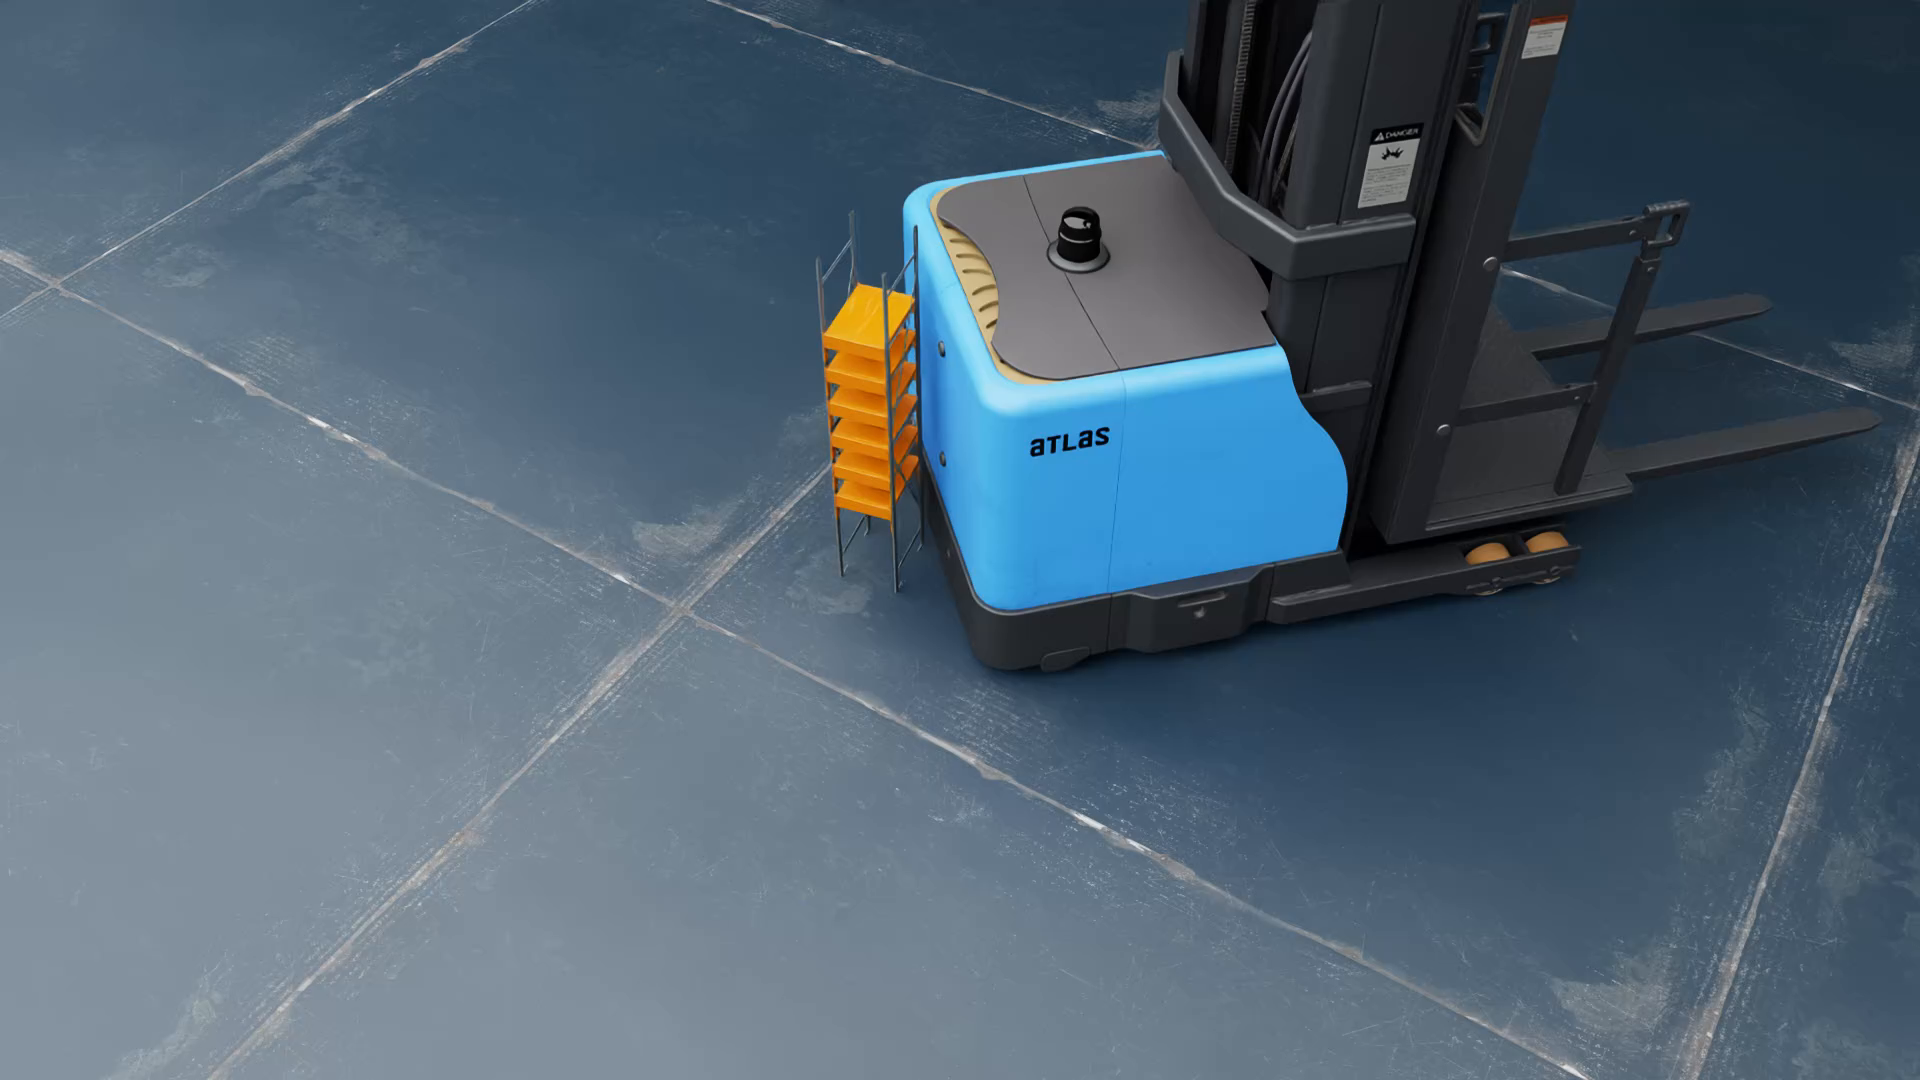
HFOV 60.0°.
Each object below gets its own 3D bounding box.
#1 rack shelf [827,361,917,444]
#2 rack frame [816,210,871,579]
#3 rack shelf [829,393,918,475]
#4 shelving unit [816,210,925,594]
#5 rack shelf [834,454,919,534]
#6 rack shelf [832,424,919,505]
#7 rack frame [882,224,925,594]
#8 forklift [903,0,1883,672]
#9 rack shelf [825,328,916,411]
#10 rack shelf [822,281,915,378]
[{"bbox_3d":[-0.241,-0.410,4.706,0.180,0.103,0.258,15,48,14],"label":"rack shelf"},{"bbox_3d":[-0.327,-0.380,4.782,0.006,1.200,0.240,15,48,14],"label":"rack frame"},{"bbox_3d":[-0.241,-0.326,4.792,0.180,0.103,0.258,15,48,14],"label":"rack shelf"},{"bbox_3d":[-0.241,-0.357,4.760,0.189,1.200,0.258,15,48,14],"label":"shelving unit"},{"bbox_3d":[-0.241,-0.159,4.964,0.180,0.103,0.258,15,48,14],"label":"rack shelf"},{"bbox_3d":[-0.241,-0.242,4.878,0.180,0.103,0.258,15,48,14],"label":"rack shelf"},{"bbox_3d":[-0.155,-0.334,4.738,0.006,1.200,0.240,15,48,14],"label":"rack frame"},{"bbox_3d":[1.399,-1.211,4.383,3.031,2.935,1.130,-10,47,-10],"label":"forklift"},{"bbox_3d":[-0.241,-0.493,4.620,0.180,0.103,0.258,15,48,14],"label":"rack shelf"},{"bbox_3d":[-0.241,-0.577,4.534,0.180,0.103,0.258,15,48,14],"label":"rack shelf"}]
